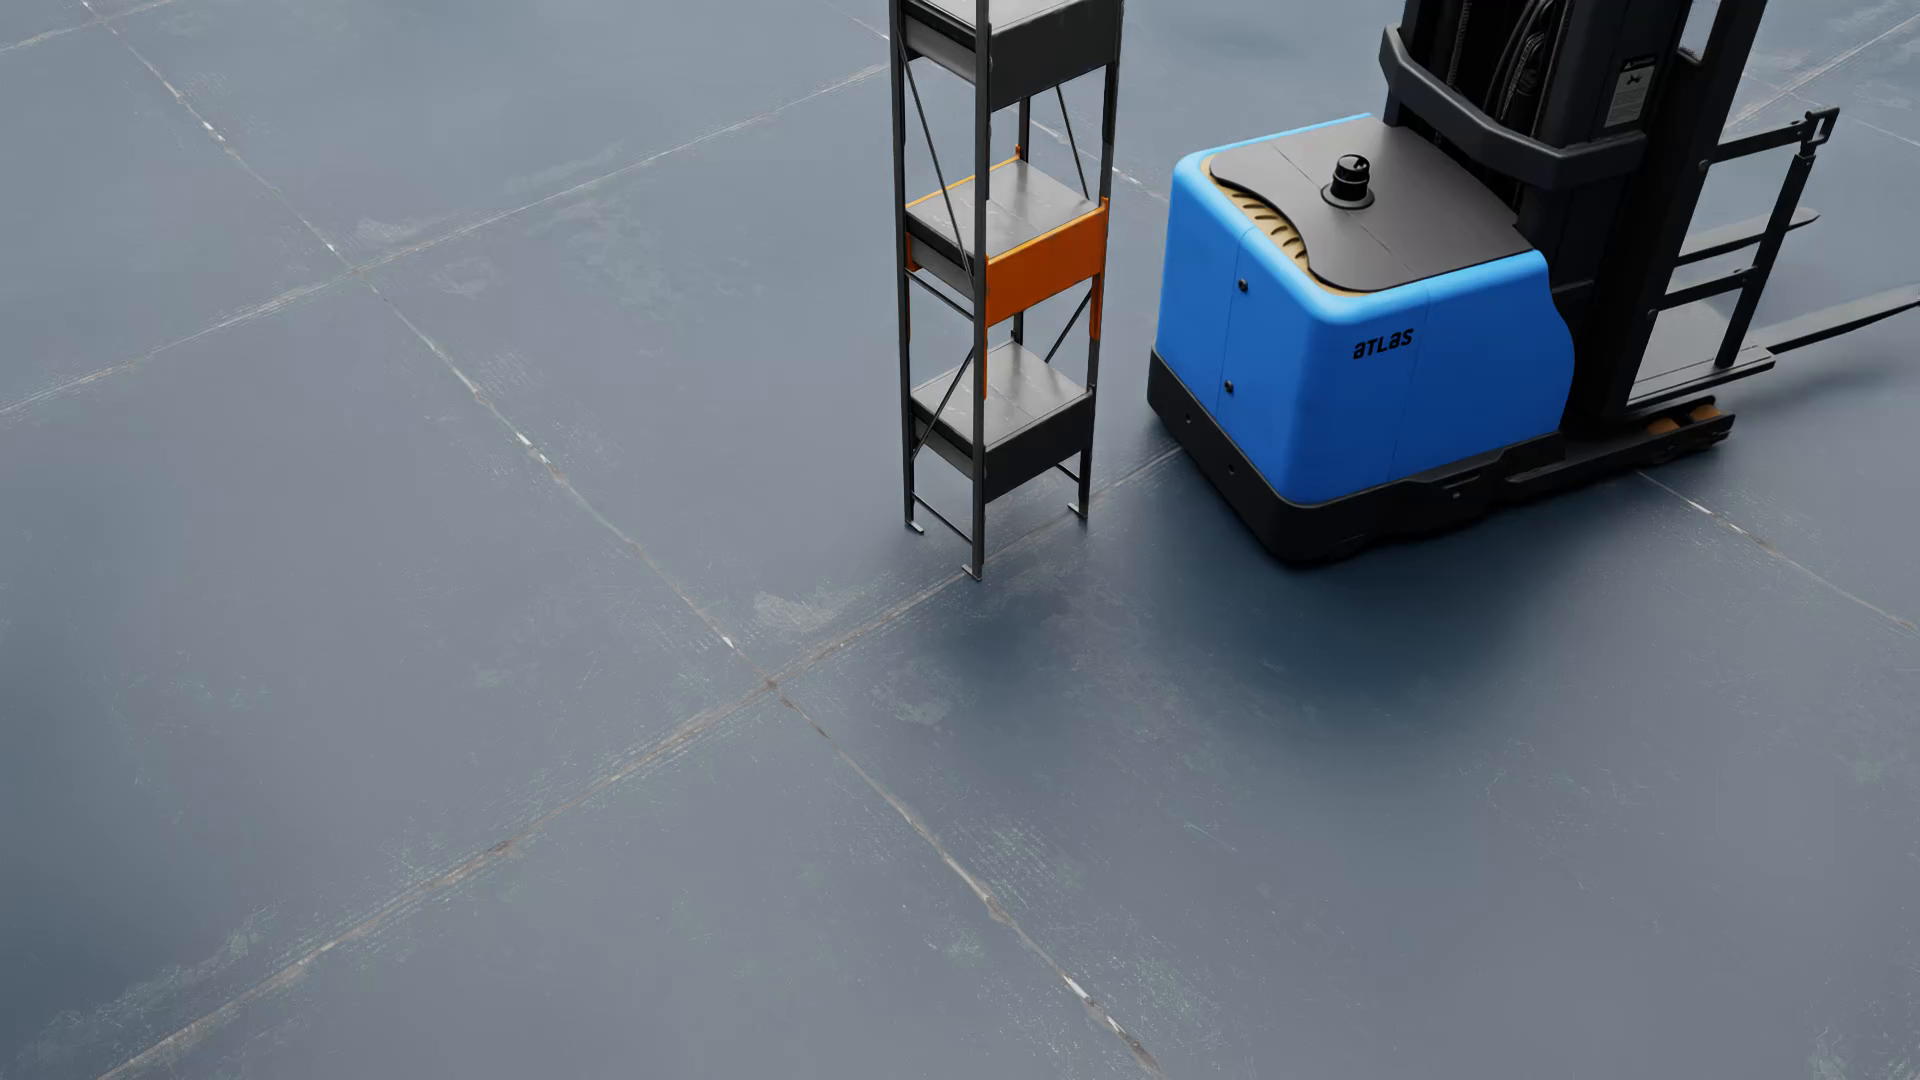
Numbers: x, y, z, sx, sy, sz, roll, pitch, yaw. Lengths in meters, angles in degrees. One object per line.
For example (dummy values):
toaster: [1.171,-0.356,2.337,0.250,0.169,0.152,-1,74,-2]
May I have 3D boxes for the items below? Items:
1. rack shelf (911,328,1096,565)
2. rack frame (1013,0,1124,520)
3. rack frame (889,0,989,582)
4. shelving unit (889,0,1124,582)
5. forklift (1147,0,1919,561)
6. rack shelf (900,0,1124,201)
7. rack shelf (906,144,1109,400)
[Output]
rack shelf: [0.127,-0.318,5.597,0.480,0.518,0.431,-30,51,-28]
rack frame: [0.314,-0.945,5.223,0.015,2.100,0.400,-30,51,-28]
rack frame: [-0.060,-0.731,4.994,0.015,2.100,0.400,-30,51,-28]
shelving unit: [0.127,-0.838,5.109,0.503,2.100,0.431,-30,51,-28]
forklift: [2.262,-1.663,5.379,3.031,2.935,1.130,-16,46,-17]
rack shelf: [0.127,-1.338,4.639,0.480,0.518,0.431,-30,51,-28]
rack shelf: [0.127,-0.828,5.118,0.480,0.518,0.431,-30,51,-28]
